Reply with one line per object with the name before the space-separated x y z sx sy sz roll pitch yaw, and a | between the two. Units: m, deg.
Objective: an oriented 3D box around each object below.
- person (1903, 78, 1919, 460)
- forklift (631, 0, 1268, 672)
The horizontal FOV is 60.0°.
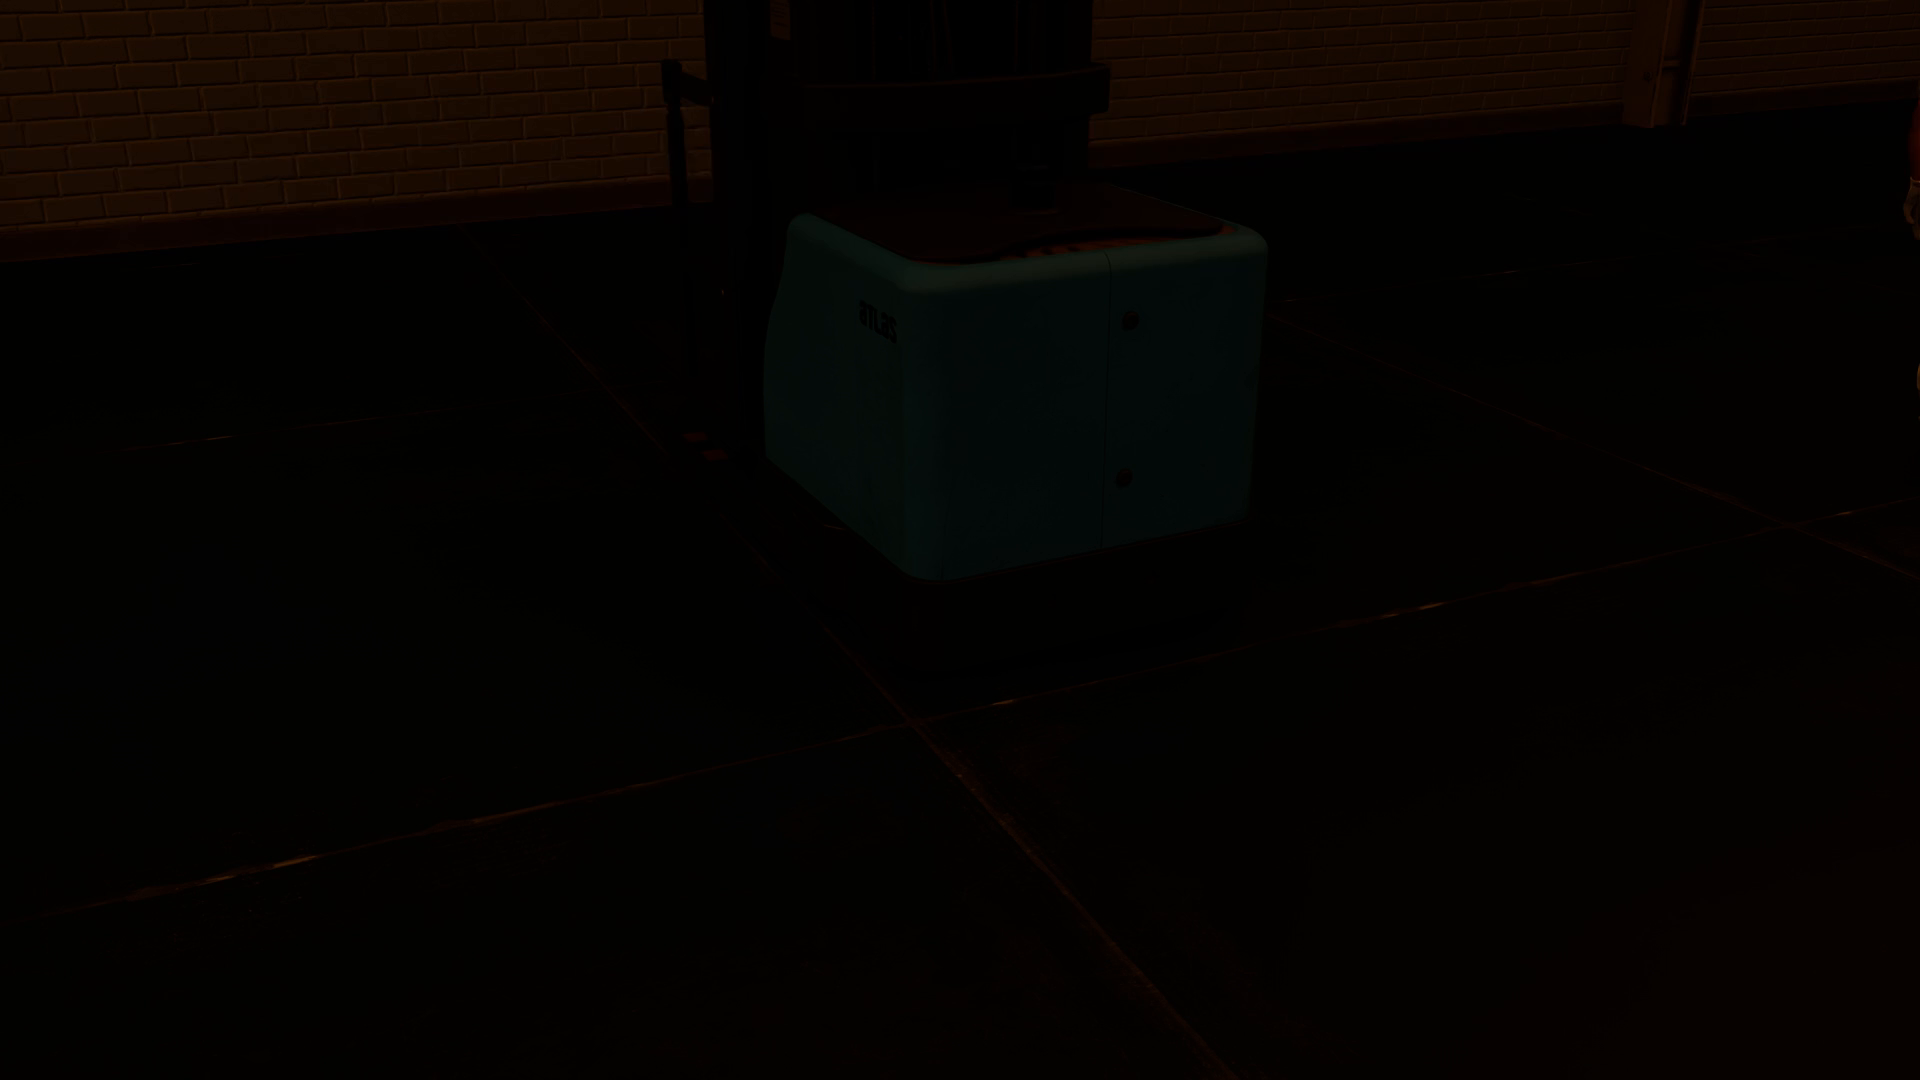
person | 3.437 -1.106 5.416 0.564 1.787 0.637 -14 26 -31
forklift | -0.322 -1.554 5.027 1.130 2.935 3.031 -11 25 -25
